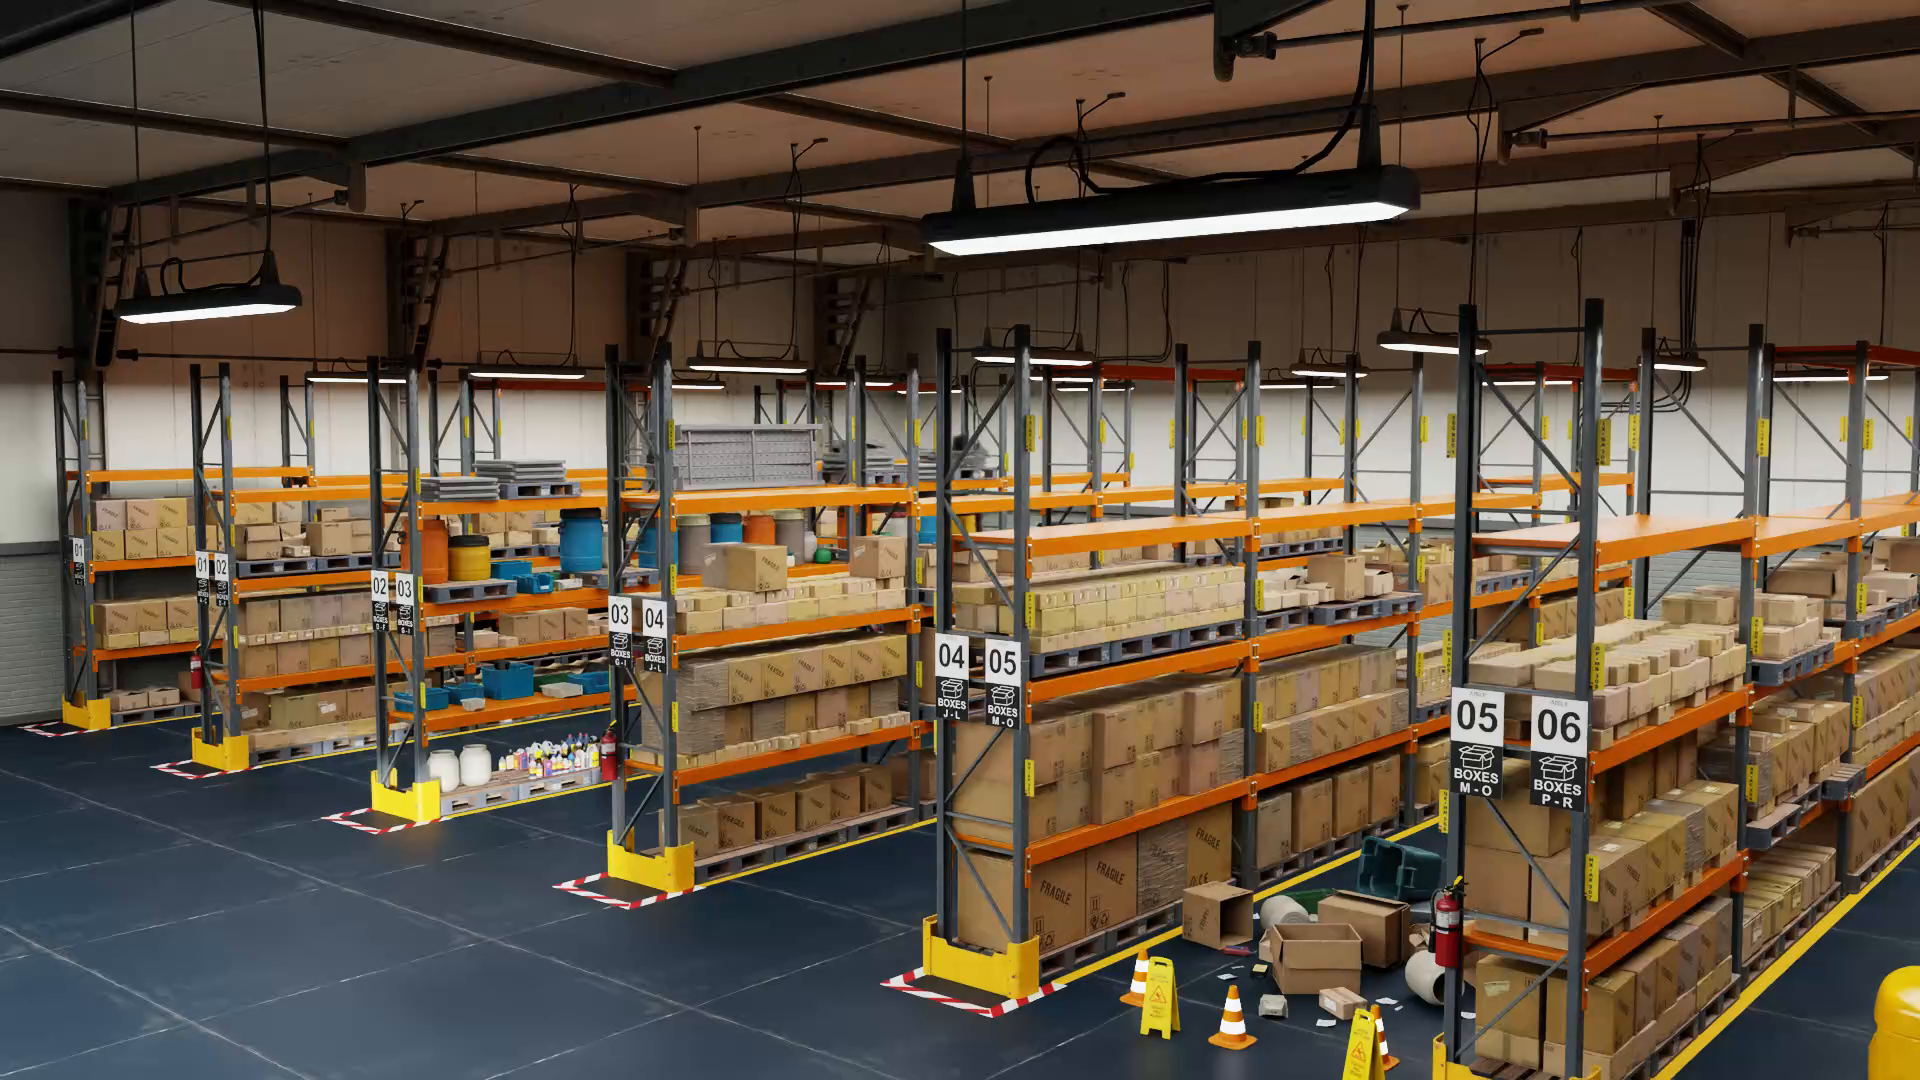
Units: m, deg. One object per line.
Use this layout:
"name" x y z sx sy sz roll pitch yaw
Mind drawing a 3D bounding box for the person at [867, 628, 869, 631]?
"person" -1.976 2.022 32.011 0.553 1.687 0.702 2 5 31
